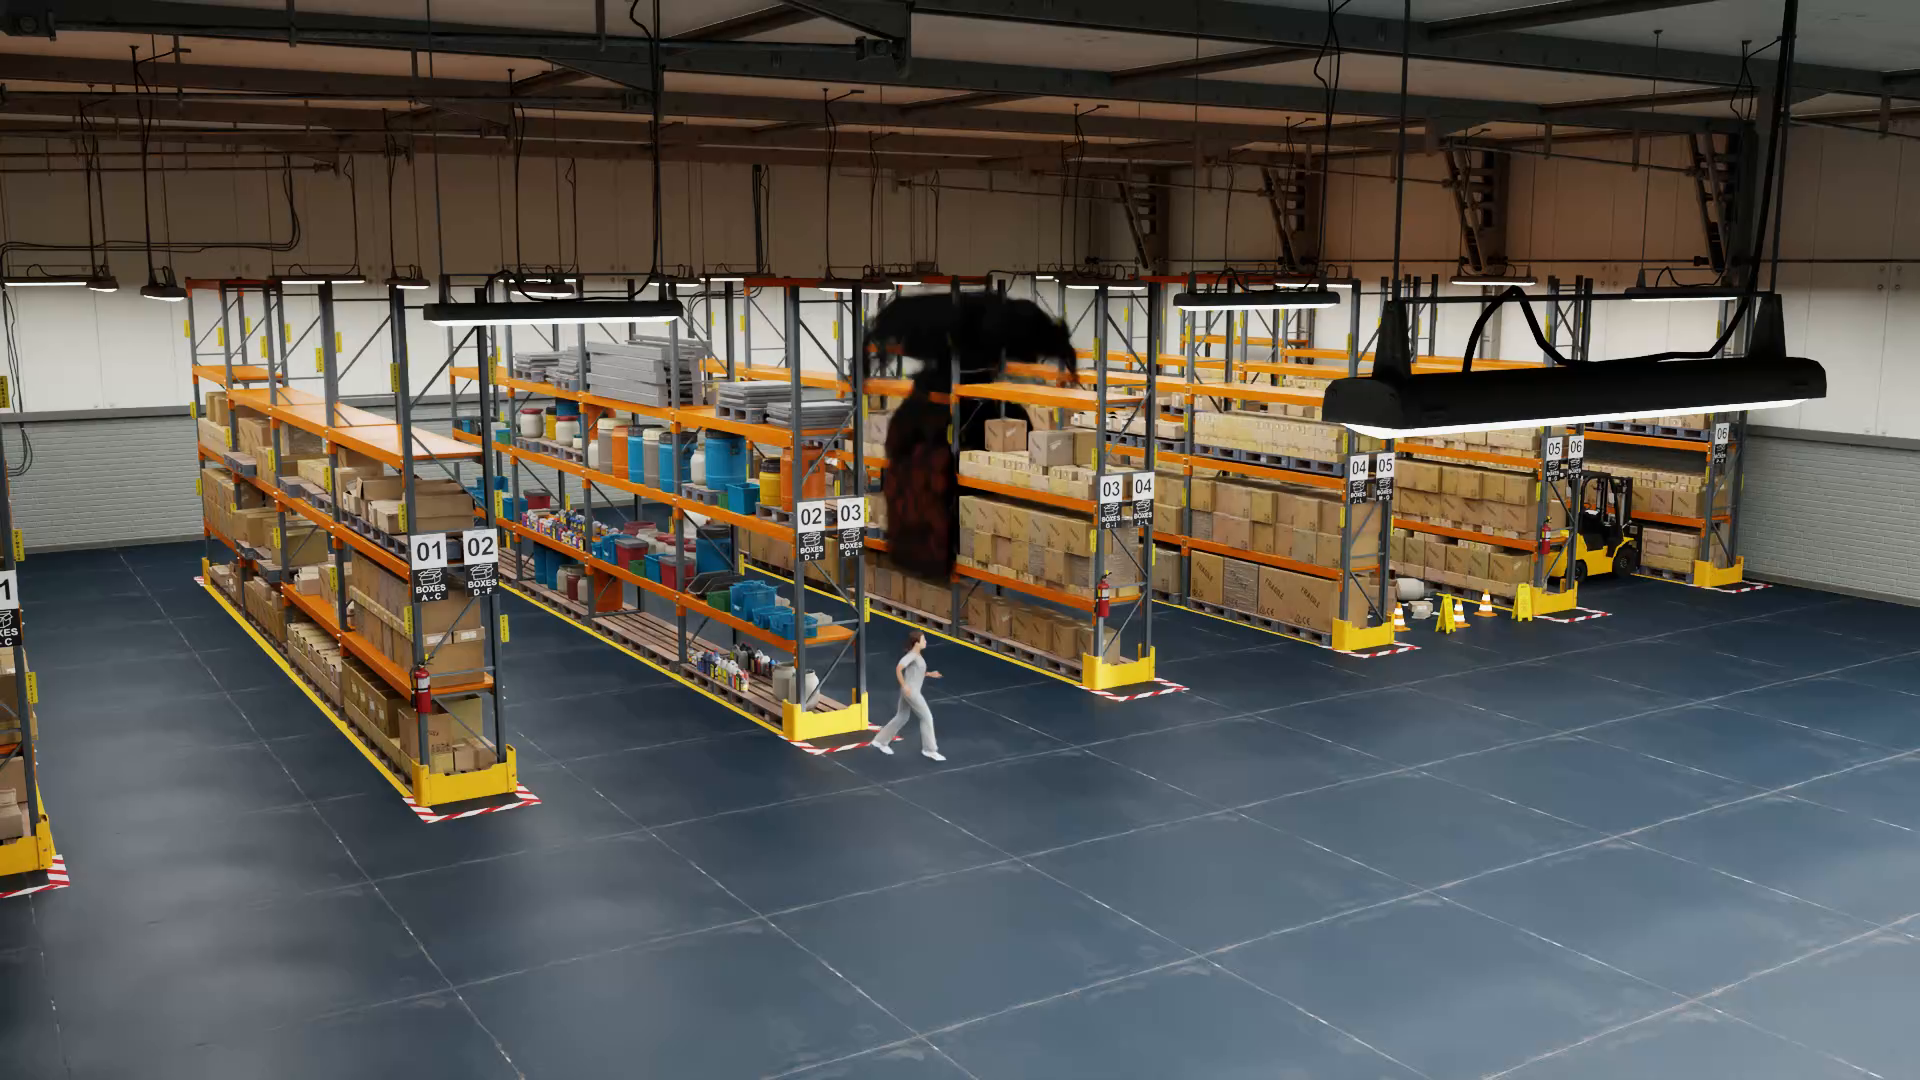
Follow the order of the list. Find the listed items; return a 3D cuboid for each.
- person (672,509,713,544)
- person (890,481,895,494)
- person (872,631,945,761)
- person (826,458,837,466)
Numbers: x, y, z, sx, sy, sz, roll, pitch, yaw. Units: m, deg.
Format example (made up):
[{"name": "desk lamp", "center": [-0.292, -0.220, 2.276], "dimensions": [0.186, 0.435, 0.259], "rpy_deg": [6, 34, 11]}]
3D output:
[{"name": "person", "center": [-4.961, -0.021, 31.225], "dimensions": [0.697, 1.802, 0.940], "rpy_deg": [-8, 13, -41]}, {"name": "person", "center": [-1.845, -1.593, 42.303], "dimensions": [0.614, 1.696, 0.922], "rpy_deg": [9, 13, 43]}, {"name": "person", "center": [-0.663, 1.986, 21.204], "dimensions": [0.941, 1.689, 0.510], "rpy_deg": [-1, 10, -6]}, {"name": "person", "center": [-3.273, -1.414, 41.400], "dimensions": [0.796, 1.705, 0.783], "rpy_deg": [-6, 11, -32]}]
